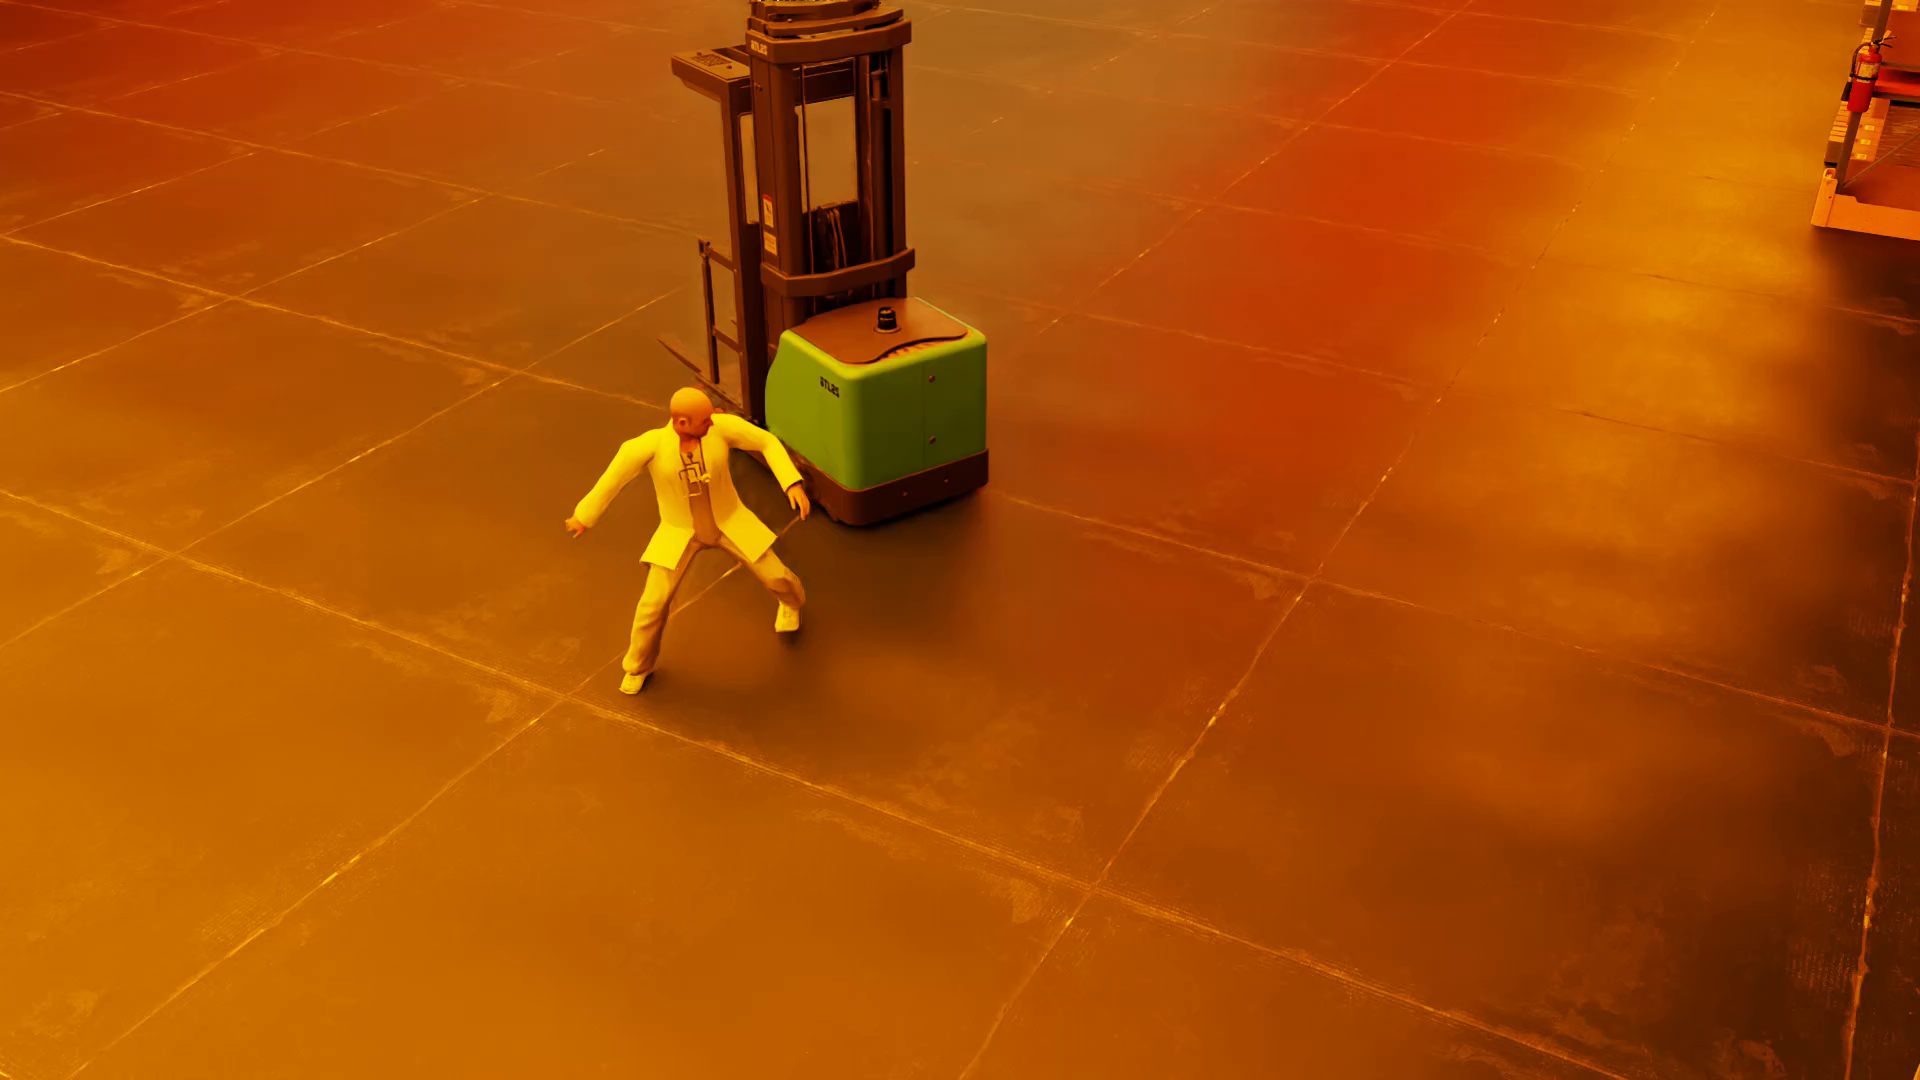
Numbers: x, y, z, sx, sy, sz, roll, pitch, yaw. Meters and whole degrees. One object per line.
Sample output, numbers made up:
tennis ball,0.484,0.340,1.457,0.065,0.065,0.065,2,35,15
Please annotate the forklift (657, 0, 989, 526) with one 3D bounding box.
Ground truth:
forklift,-1.075,-2.040,10.605,1.130,2.935,3.031,-19,35,-30

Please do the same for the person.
person,-1.390,-0.029,8.531,1.218,1.701,0.569,-8,31,-13
